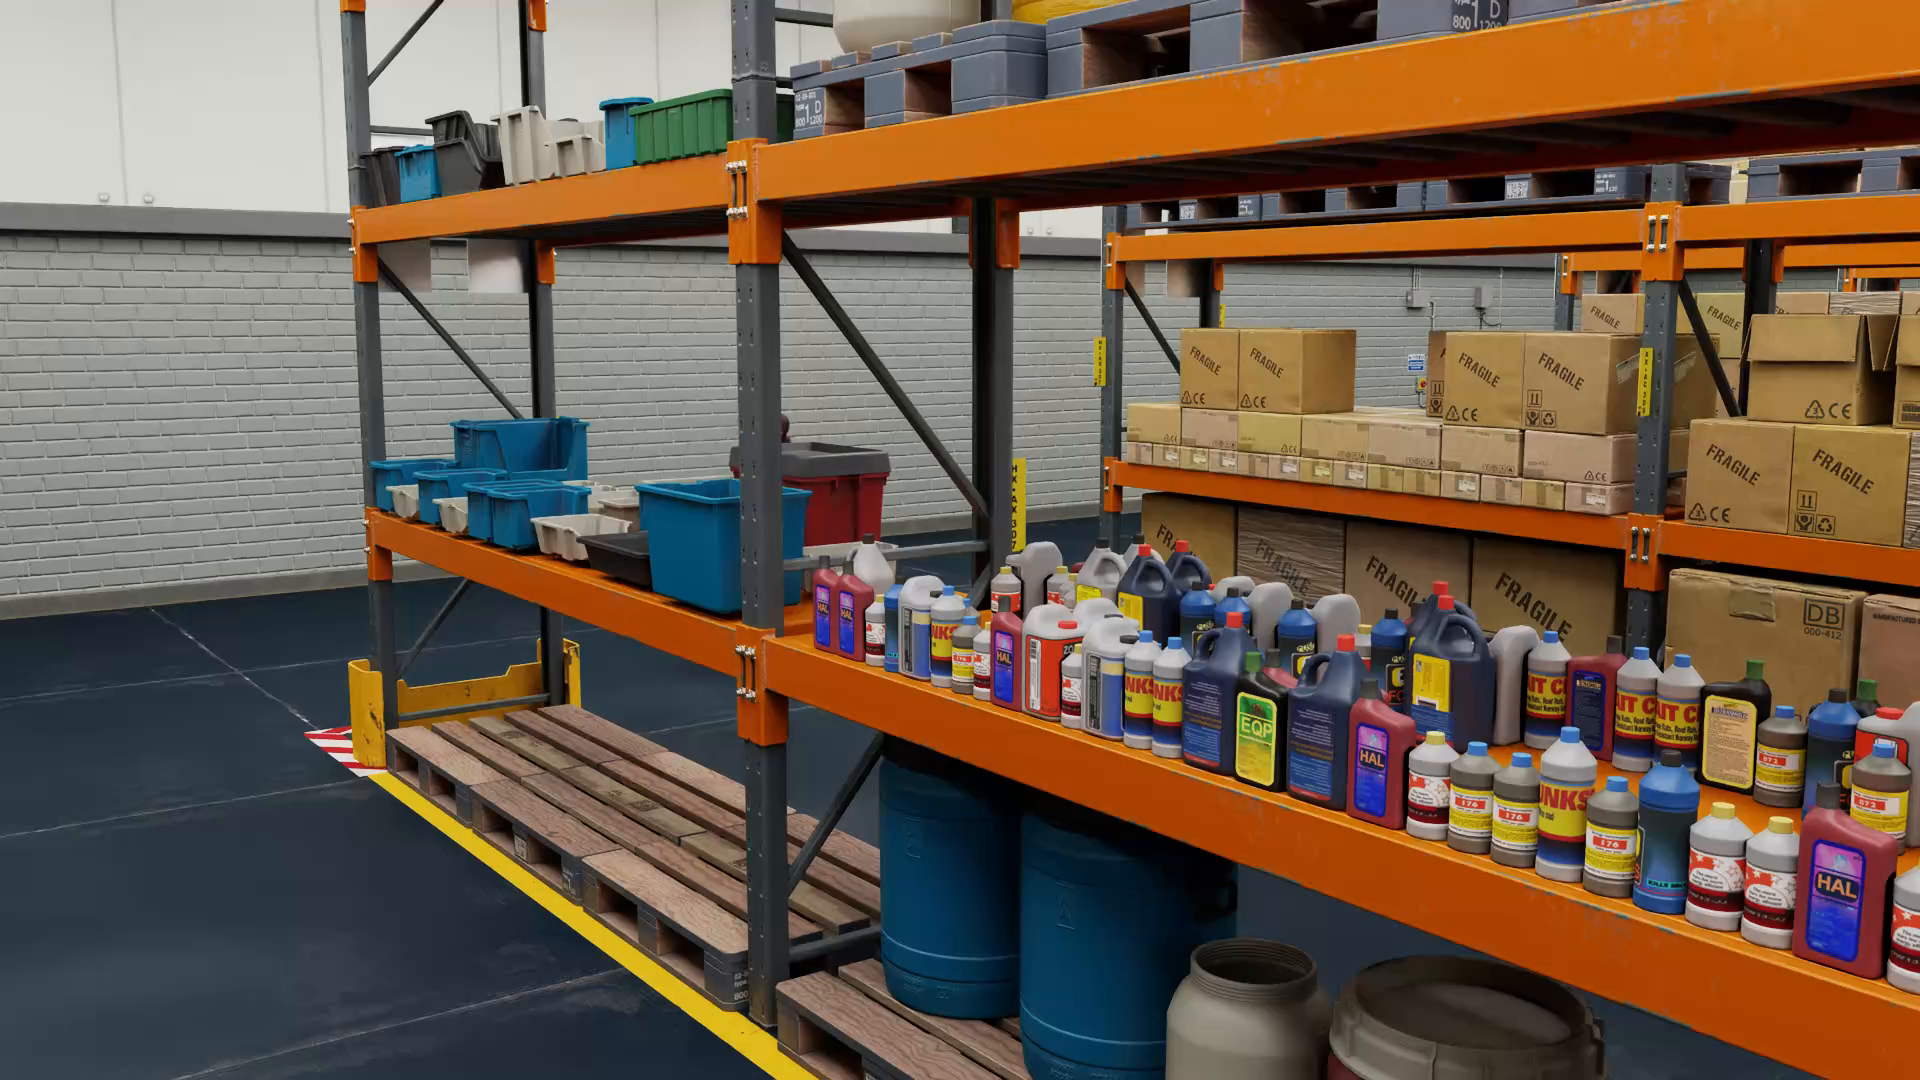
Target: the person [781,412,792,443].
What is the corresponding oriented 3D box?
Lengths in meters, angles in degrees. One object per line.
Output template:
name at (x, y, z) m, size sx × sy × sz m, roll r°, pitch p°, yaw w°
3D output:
person at (-1.348, -0.022, 11.009) m, size 0.538 × 1.663 × 0.428 m, roll -6°, pitch 10°, yaw -36°
